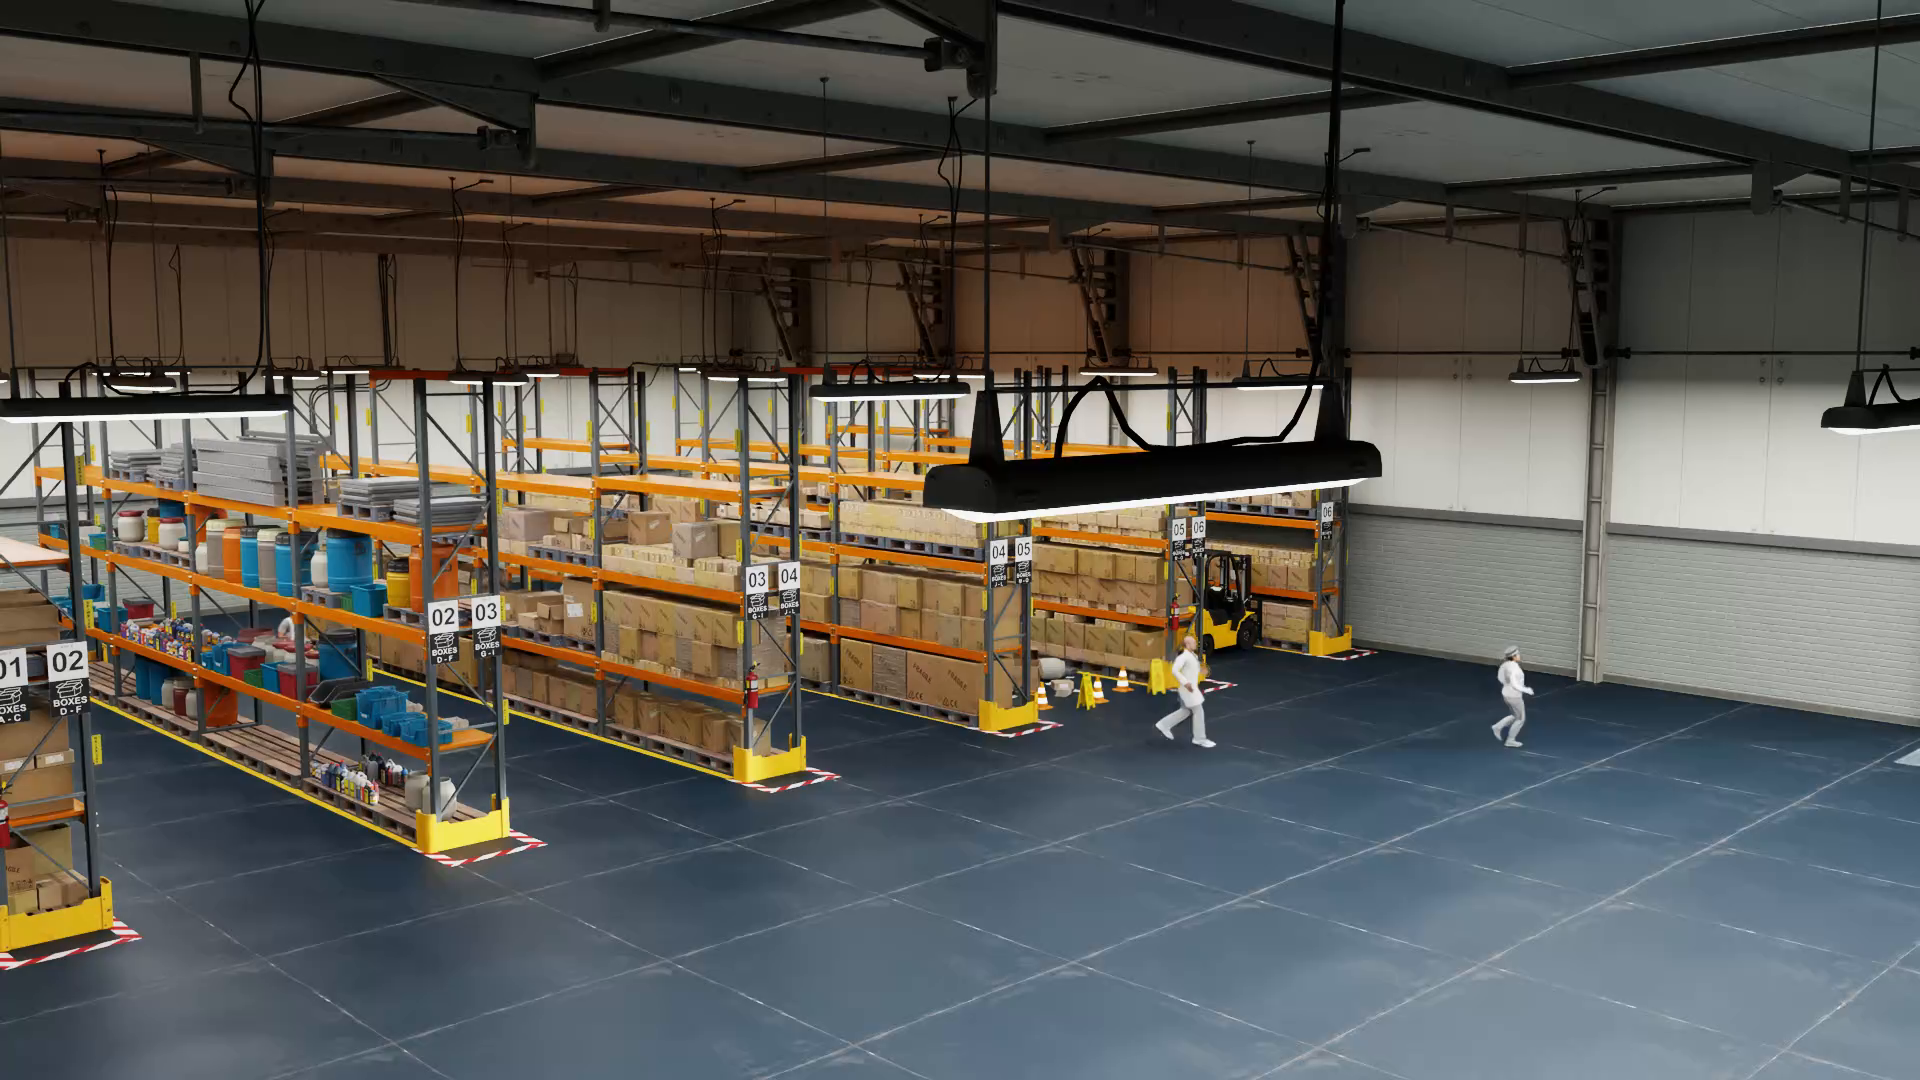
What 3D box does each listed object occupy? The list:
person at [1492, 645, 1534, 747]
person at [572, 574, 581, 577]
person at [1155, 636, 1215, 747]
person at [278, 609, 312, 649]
[{"bbox_3d":[8.873,2.504,26.696,0.571,1.643,0.612,0,6,-1],"label":"person"},{"bbox_3d":[-7.934,1.510,34.659,0.928,1.810,0.677,5,8,39],"label":"person"},{"bbox_3d":[3.643,2.427,26.824,0.972,1.792,0.693,1,7,9],"label":"person"},{"bbox_3d":[-12.228,2.010,30.541,0.782,1.757,0.663,4,8,32],"label":"person"}]
